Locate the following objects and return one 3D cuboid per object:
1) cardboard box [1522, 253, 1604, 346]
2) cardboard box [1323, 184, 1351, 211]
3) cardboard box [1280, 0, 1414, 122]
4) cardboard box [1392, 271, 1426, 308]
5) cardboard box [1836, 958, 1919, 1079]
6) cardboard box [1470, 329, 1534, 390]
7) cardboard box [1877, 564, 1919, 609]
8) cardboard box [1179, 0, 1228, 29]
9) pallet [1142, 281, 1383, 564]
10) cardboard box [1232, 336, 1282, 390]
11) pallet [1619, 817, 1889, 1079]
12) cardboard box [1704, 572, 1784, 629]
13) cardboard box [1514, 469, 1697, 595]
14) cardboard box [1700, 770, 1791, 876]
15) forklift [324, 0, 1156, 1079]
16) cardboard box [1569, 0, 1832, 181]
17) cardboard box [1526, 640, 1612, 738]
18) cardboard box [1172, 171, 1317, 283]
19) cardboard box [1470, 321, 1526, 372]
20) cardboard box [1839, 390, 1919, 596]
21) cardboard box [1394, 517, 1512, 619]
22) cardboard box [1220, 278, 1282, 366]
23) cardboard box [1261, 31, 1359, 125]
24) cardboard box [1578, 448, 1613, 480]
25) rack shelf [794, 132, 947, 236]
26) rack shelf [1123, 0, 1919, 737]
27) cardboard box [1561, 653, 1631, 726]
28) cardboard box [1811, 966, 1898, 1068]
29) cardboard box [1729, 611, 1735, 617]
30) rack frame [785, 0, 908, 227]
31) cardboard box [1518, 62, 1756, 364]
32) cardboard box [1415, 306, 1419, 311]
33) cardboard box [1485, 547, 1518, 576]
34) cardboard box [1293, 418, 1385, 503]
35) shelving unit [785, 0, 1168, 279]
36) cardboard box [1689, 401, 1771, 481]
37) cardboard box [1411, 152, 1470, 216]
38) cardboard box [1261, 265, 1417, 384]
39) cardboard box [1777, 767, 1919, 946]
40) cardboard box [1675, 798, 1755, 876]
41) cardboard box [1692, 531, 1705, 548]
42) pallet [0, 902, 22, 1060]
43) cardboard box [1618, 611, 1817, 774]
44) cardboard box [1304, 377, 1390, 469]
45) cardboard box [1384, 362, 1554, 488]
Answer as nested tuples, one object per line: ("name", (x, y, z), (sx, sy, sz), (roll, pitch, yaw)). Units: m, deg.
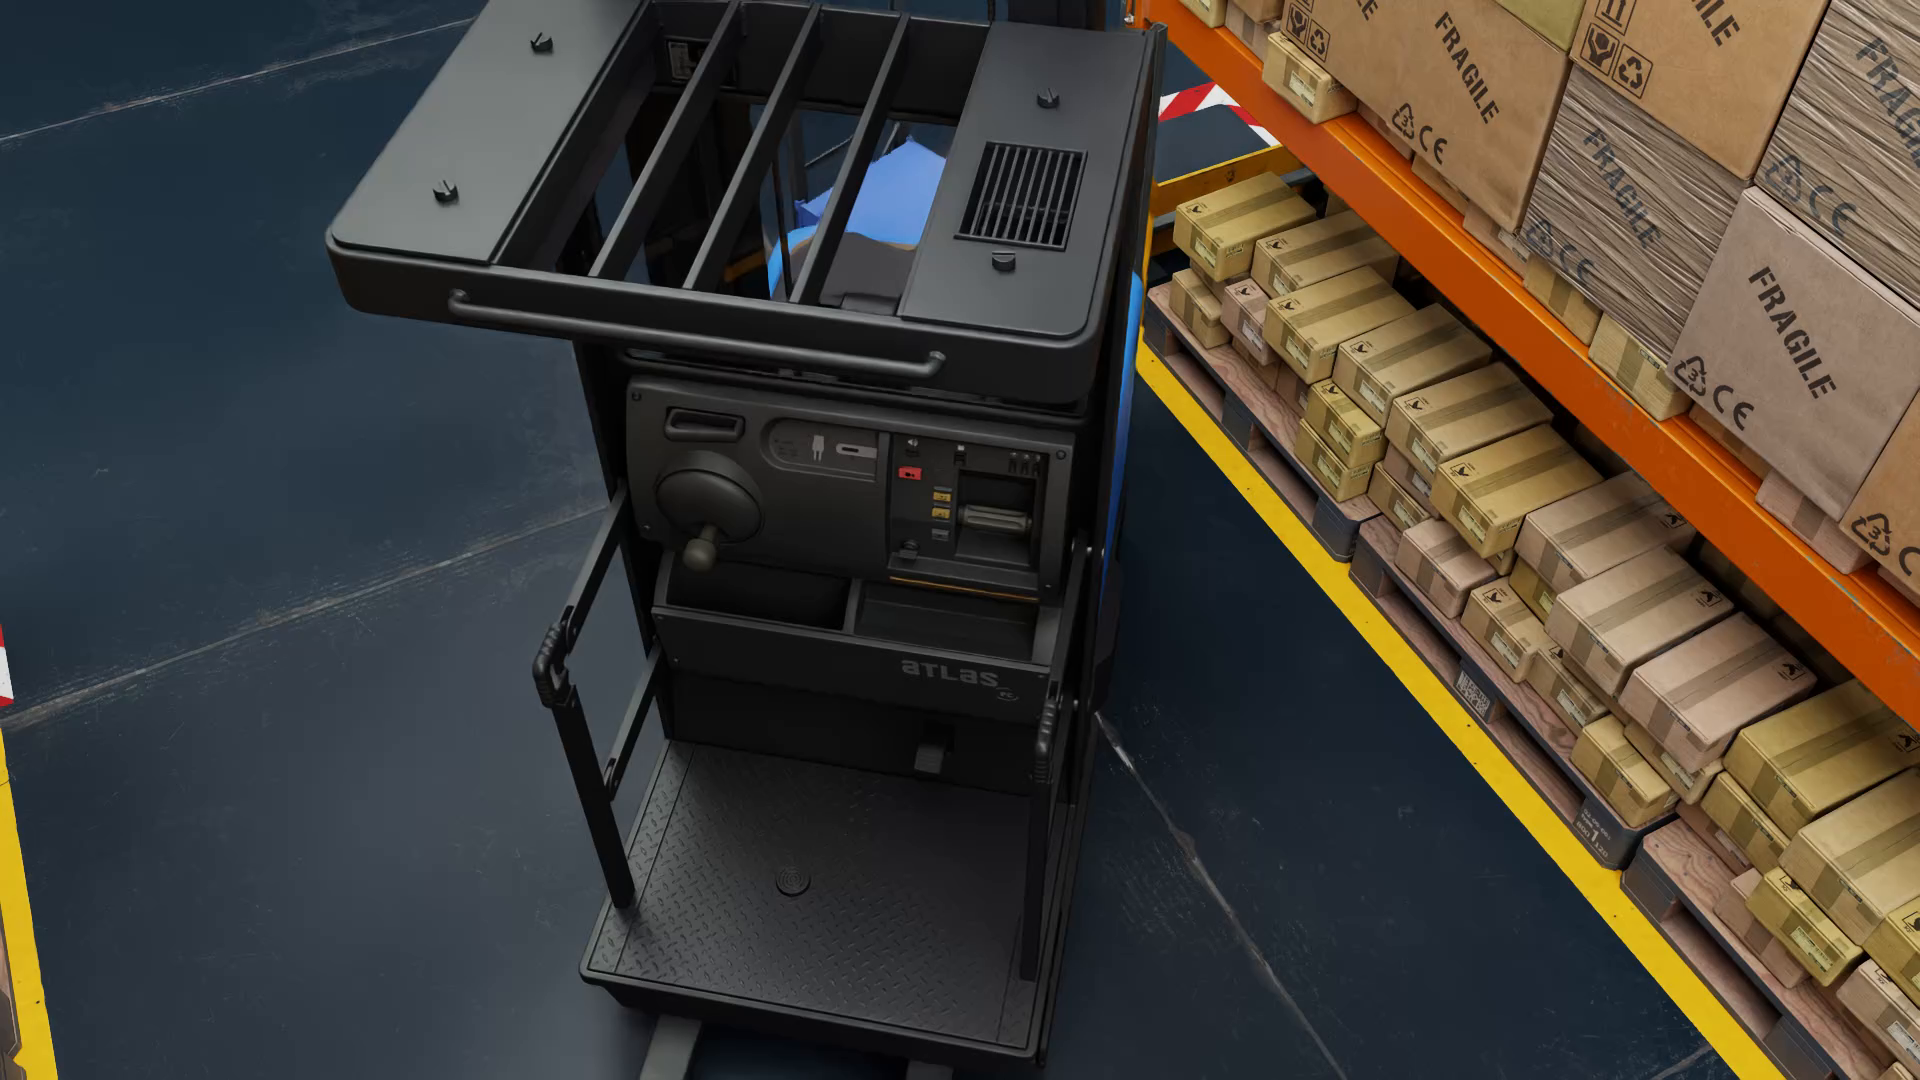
("cardboard box", (1.594, -0.646, 3.989), (0.380, 0.149, 0.250), (-19, 52, -16))
("cardboard box", (1.446, -1.214, 5.538), (0.380, 0.149, 0.250), (-21, 52, -17))
("cardboard box", (1.205, -1.471, 4.280), (0.500, 0.500, 0.500), (-21, 52, -17))
("cardboard box", (1.545, -0.934, 5.492), (0.380, 0.149, 0.250), (-22, 52, -18))
("cardboard box", (2.247, 1.016, 3.786), (0.380, 0.149, 0.250), (-23, 53, -19))
("cardboard box", (1.744, -0.565, 5.169), (0.380, 0.149, 0.250), (-22, 52, -18))
("cardboard box", (2.129, 0.034, 3.395), (0.380, 0.149, 0.250), (-23, 53, -19))
("cardboard box", (0.835, -1.673, 4.887), (0.380, 0.149, 0.250), (-22, 52, -18))
("pallet", (1.353, -0.560, 5.600), (1.003, 0.211, 1.213), (-21, 52, -18))
("cardboard box", (1.126, -0.677, 5.464), (0.380, 0.149, 0.250), (-21, 52, -18))
("pallet", (2.470, 1.073, 4.171), (1.003, 0.211, 1.213), (-21, 52, -18))
("cardboard box", (2.303, 0.088, 4.598), (0.380, 0.149, 0.250), (-22, 52, -18))
("cardboard box", (1.736, -0.004, 4.480), (0.380, 0.149, 0.250), (-21, 52, -17))
("cardboard box", (2.081, 0.641, 4.114), (0.380, 0.149, 0.250), (-21, 52, -17))
("forklift", (-0.275, 0.012, 3.292), (1.130, 2.935, 3.031), (8, 49, 7))
("cardboard box", (1.638, -1.122, 3.310), (0.500, 0.500, 0.500), (-23, 53, -19))
("cardboard box", (1.793, 0.357, 4.560), (0.380, 0.149, 0.250), (-20, 52, -17))
("cardboard box", (0.916, -1.013, 5.363), (0.380, 0.149, 0.250), (-23, 53, -19))
("cardboard box", (1.803, -0.701, 5.090), (0.380, 0.149, 0.250), (-23, 53, -19))
("cardboard box", (2.099, -0.113, 3.092), (0.500, 0.500, 0.500), (-23, 53, -19))
("cardboard box", (1.503, 0.030, 4.846), (0.380, 0.149, 0.250), (-24, 53, -19))
("cardboard box", (1.065, -0.741, 5.323), (0.380, 0.149, 0.250), (-21, 52, -18))
("cardboard box", (1.064, -1.318, 4.577), (0.380, 0.149, 0.250), (-23, 53, -19))
("cardboard box", (2.062, -0.260, 4.902), (0.380, 0.149, 0.250), (-19, 51, -16))
("rack shelf", (0.009, -0.907, 5.286), (1.000, 0.185, 0.538), (36, 58, 27))
("rack shelf", (1.893, -0.510, 4.181), (1.077, 0.370, 4.000), (-21, 52, -18))
("cardboard box", (1.842, 0.291, 4.420), (0.380, 0.149, 0.250), (-23, 53, -19))
("cardboard box", (2.281, 1.045, 3.959), (0.380, 0.149, 0.250), (-20, 52, -17))
("cardboard box", (2.298, 0.184, 4.712), (0.380, 0.149, 0.250), (-22, 53, -18))
("rack frame", (-0.357, -1.291, 5.383), (0.032, 1.500, 0.500), (36, 58, 27))
("cardboard box", (1.657, -0.800, 3.693), (0.500, 0.500, 0.500), (-22, 53, -18))
("cardboard box", (1.612, -0.867, 5.631), (0.380, 0.149, 0.250), (-20, 52, -16))
("cardboard box", (1.643, -0.086, 4.750), (0.380, 0.149, 0.250), (-19, 51, -16))
("cardboard box", (1.265, -0.304, 5.138), (0.380, 0.149, 0.250), (-21, 52, -17))
("shelving unit", (0.009, -1.026, 5.151), (1.048, 1.500, 0.538), (36, 58, 27))
("cardboard box", (1.870, -0.311, 3.696), (0.380, 0.149, 0.250), (-22, 52, -18))
("cardboard box", (1.406, -1.002, 4.300), (0.380, 0.149, 0.250), (-22, 52, -18))
("cardboard box", (1.150, -0.657, 5.052), (0.380, 0.149, 0.250), (-21, 52, -18))
("cardboard box", (2.142, 0.727, 3.842), (0.380, 0.149, 0.250), (-22, 52, -18))
("cardboard box", (2.091, 0.672, 4.285), (0.380, 0.149, 0.250), (-22, 52, -18))
("cardboard box", (2.143, -0.160, 4.617), (0.380, 0.149, 0.250), (-21, 52, -17))
("pallet", (-3.043, 0.982, 4.251), (1.003, 0.211, 1.213), (-21, 52, -18))
("cardboard box", (1.886, 0.377, 4.148), (0.380, 0.149, 0.250), (-24, 53, -19))
("cardboard box", (1.276, -0.398, 5.023), (0.380, 0.149, 0.250), (-20, 52, -16))
("cardboard box", (1.456, -0.331, 4.766), (0.380, 0.149, 0.250), (-19, 52, -16))
